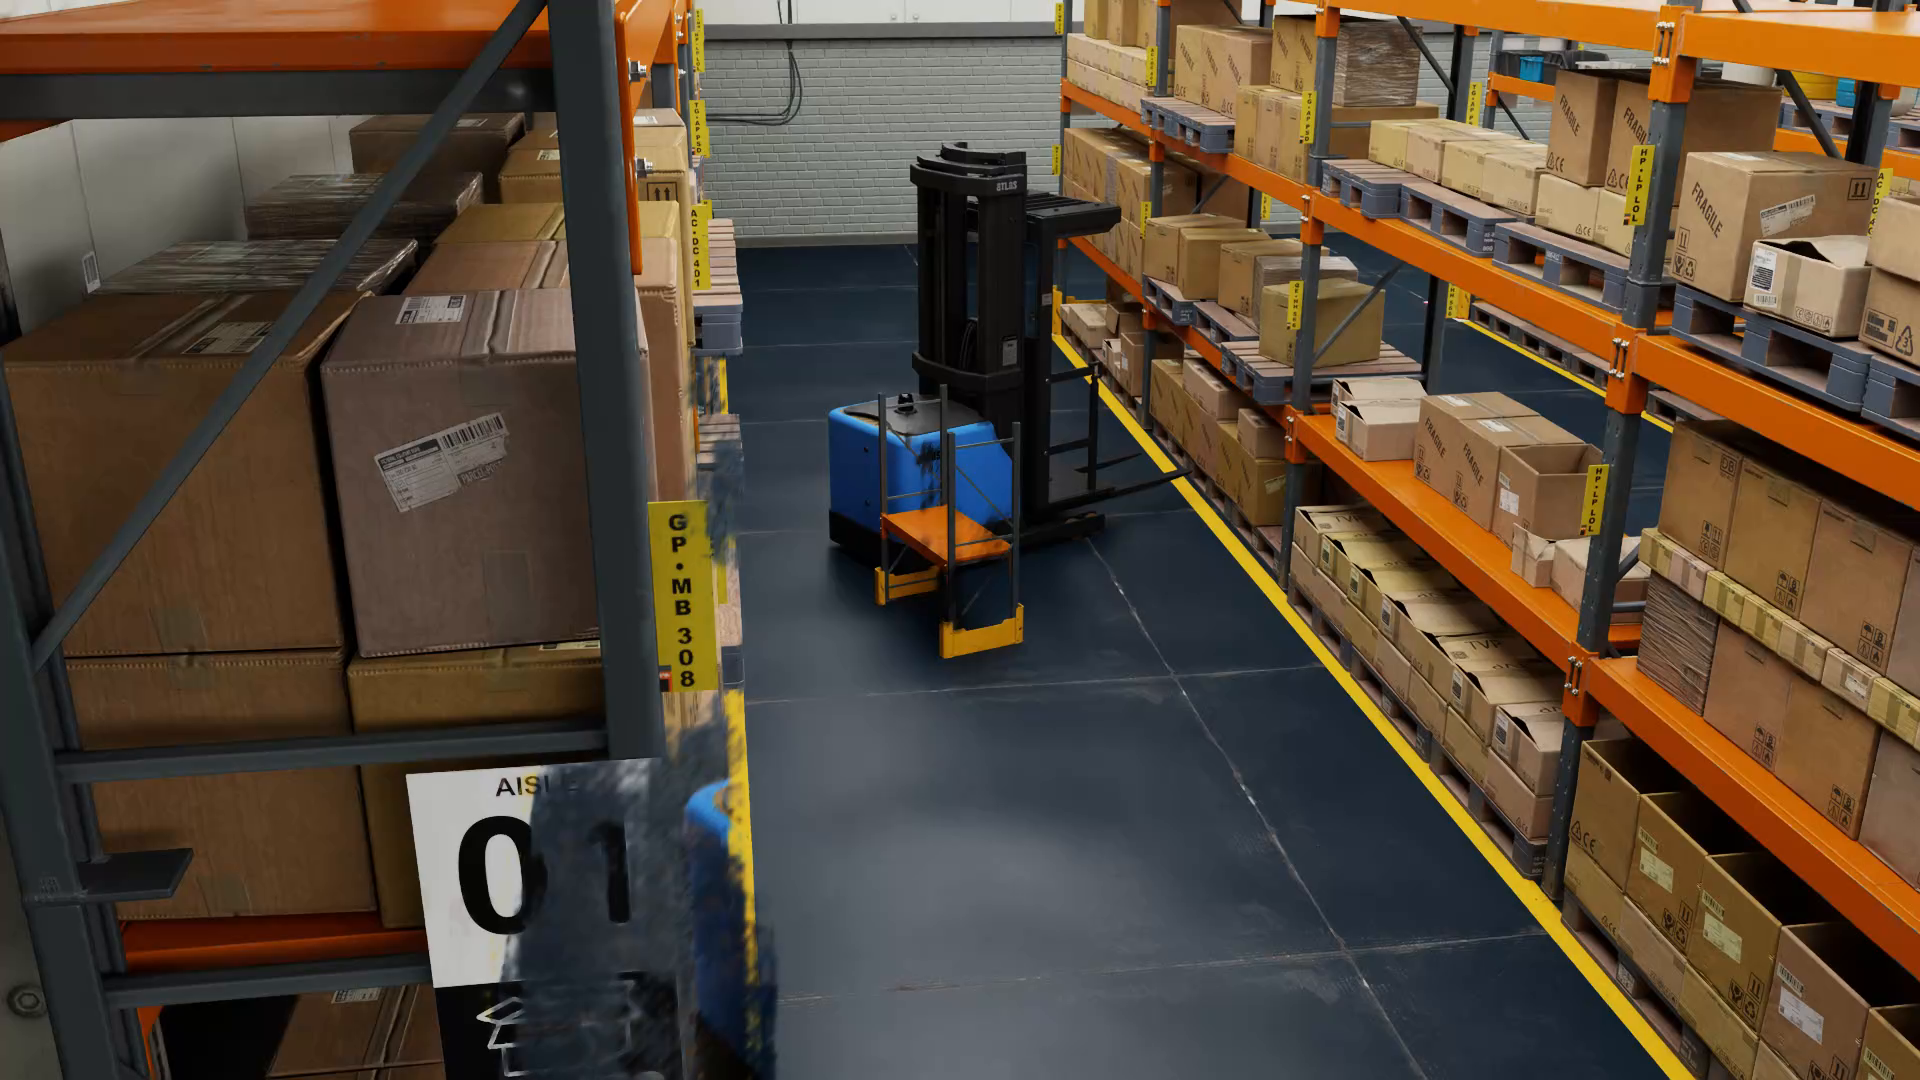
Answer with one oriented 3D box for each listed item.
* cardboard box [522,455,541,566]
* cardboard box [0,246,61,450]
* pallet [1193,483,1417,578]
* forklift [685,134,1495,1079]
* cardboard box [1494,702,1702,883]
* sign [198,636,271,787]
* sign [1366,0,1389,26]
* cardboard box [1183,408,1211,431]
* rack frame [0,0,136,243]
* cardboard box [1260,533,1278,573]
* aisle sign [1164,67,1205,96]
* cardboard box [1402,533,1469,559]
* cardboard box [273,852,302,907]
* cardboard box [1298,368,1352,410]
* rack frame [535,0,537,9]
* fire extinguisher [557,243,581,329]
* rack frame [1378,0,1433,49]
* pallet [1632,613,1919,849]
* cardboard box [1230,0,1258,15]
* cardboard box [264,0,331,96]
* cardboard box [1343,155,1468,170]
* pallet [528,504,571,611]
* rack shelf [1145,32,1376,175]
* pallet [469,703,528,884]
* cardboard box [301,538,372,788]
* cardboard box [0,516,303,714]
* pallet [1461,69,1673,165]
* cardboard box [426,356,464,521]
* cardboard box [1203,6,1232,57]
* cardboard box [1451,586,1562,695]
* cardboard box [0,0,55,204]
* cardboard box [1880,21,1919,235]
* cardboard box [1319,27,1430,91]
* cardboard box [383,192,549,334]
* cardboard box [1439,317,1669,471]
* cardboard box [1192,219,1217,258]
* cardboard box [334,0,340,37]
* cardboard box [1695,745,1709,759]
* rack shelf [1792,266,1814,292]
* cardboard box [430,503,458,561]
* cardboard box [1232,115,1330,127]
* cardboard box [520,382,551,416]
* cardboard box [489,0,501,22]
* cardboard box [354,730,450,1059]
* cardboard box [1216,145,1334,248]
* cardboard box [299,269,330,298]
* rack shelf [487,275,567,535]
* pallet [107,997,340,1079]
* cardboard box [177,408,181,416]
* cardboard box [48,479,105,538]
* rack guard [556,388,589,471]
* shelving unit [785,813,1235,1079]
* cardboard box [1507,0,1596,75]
[{"bbox_3d":[-2.857,-1.862,16.386,0.700,0.500,0.500,-2,21,-6],"label":"cardboard box"},{"bbox_3d":[-1.762,-1.972,9.521,0.500,0.311,0.500,-3,21,-8],"label":"cardboard box"},{"bbox_3d":[1.915,-1.826,17.303,1.003,0.211,1.213,-3,21,-8],"label":"pallet"},{"bbox_3d":[0.498,-1.505,12.556,3.031,2.935,1.130,-15,25,-34],"label":"forklift"},{"bbox_3d":[2.246,-0.794,13.498,0.500,0.500,0.500,-4,21,-10],"label":"cardboard box"},{"bbox_3d":[-1.597,-1.371,10.558,0.100,0.325,0.005,-3,21,-8],"label":"sign"},{"bbox_3d":[1.656,-4.088,14.349,0.100,0.325,0.005,-3,21,-8],"label":"sign"},{"bbox_3d":[1.485,-2.398,18.151,0.500,0.250,0.500,-3,21,-8],"label":"cardboard box"},{"bbox_3d":[-2.133,-3.645,9.615,1.000,3.000,0.127,-3,21,-8],"label":"rack frame"},{"bbox_3d":[1.716,-1.651,16.296,0.380,0.149,0.250,-3,21,-8],"label":"cardboard box"},{"bbox_3d":[1.315,-5.083,18.322,0.394,0.787,0.004,-3,21,-8],"label":"aisle sign"},{"bbox_3d":[2.346,-1.574,15.857,0.500,0.311,0.500,-3,21,-8],"label":"cardboard box"},{"bbox_3d":[-1.979,-0.940,11.276,0.380,0.149,0.250,-3,21,-7],"label":"cardboard box"},{"bbox_3d":[1.866,-2.678,15.456,0.500,0.500,0.500,-3,21,-7],"label":"cardboard box"},{"bbox_3d":[-3.286,-6.415,17.031,1.000,3.000,0.127,-3,21,-8],"label":"rack frame"},{"bbox_3d":[-2.851,-3.469,18.362,0.296,0.674,0.183,-3,21,-8],"label":"fire extinguisher"},{"bbox_3d":[2.192,-5.281,13.995,1.000,3.000,0.127,-3,21,-8],"label":"rack frame"},{"bbox_3d":[2.602,-1.227,11.990,1.213,0.211,1.003,-3,21,-8],"label":"pallet"},{"bbox_3d":[1.644,-4.715,16.265,0.500,0.250,0.500,-3,21,-8],"label":"cardboard box"},{"bbox_3d":[-2.547,-3.378,12.416,0.700,0.500,0.500,-3,21,-9],"label":"cardboard box"},{"bbox_3d":[2.254,-3.520,16.282,0.500,0.500,0.500,-4,21,-9],"label":"cardboard box"},{"bbox_3d":[-2.921,-1.604,16.710,1.003,0.211,1.213,-3,21,-8],"label":"pallet"},{"bbox_3d":[1.904,-4.232,16.500,1.077,0.370,4.000,-3,21,-8],"label":"rack shelf"},{"bbox_3d":[-2.523,-0.650,14.155,1.003,0.211,1.213,-3,21,-8],"label":"pallet"},{"bbox_3d":[-2.016,-1.393,11.563,0.500,0.500,0.500,-2,21,-6],"label":"cardboard box"},{"bbox_3d":[-1.947,-1.562,10.943,0.500,0.250,0.500,-2,21,-6],"label":"cardboard box"},{"bbox_3d":[2.369,-3.200,12.978,1.213,0.211,1.003,-3,21,-8],"label":"pallet"},{"bbox_3d":[-2.310,-2.092,13.434,0.500,0.500,0.500,-3,21,-7],"label":"cardboard box"},{"bbox_3d":[1.571,-4.653,16.815,0.500,0.250,0.500,-3,21,-8],"label":"cardboard box"},{"bbox_3d":[2.165,-1.331,13.866,0.500,0.250,0.500,-3,21,-8],"label":"cardboard box"},{"bbox_3d":[-2.258,-2.655,10.479,0.700,0.500,0.500,-5,21,-12],"label":"cardboard box"},{"bbox_3d":[2.673,-2.688,11.195,0.910,0.500,0.500,-3,21,-8],"label":"cardboard box"},{"bbox_3d":[1.859,-3.961,14.961,0.500,0.250,0.500,-3,21,-8],"label":"cardboard box"},{"bbox_3d":[-3.087,-3.318,16.884,0.980,0.700,0.700,-3,21,-8],"label":"cardboard box"},{"bbox_3d":[2.201,-2.304,13.856,0.700,0.500,0.500,0,20,1],"label":"cardboard box"},{"bbox_3d":[1.568,-3.384,17.345,0.500,0.500,0.500,-3,21,-8],"label":"cardboard box"},{"bbox_3d":[-3.040,-4.024,14.386,0.500,0.250,0.500,-3,21,-7],"label":"cardboard box"},{"bbox_3d":[2.757,-0.829,13.591,0.500,0.500,0.500,-4,21,-10],"label":"cardboard box"},{"bbox_3d":[6.806,-3.075,17.690,1.077,0.370,4.000,-3,21,-8],"label":"rack shelf"},{"bbox_3d":[-2.232,-1.742,13.424,0.380,0.149,0.250,-3,21,-8],"label":"cardboard box"},{"bbox_3d":[1.952,-4.231,18.185,0.500,0.500,0.500,-3,21,-8],"label":"cardboard box"},{"bbox_3d":[-2.850,-2.573,17.364,0.380,0.149,0.250,-2,21,-6],"label":"cardboard box"},{"bbox_3d":[-2.689,-4.405,15.408,0.500,0.250,0.500,-3,21,-9],"label":"cardboard box"},{"bbox_3d":[-2.229,-0.590,12.480,0.750,0.750,0.750,-3,21,-8],"label":"cardboard box"},{"bbox_3d":[1.643,-3.674,16.695,0.500,0.500,0.500,-3,21,-8],"label":"cardboard box"},{"bbox_3d":[-2.901,-2.594,13.707,0.500,0.250,0.500,-2,21,-6],"label":"cardboard box"},{"bbox_3d":[-2.998,-2.575,16.353,1.077,0.370,4.000,-3,21,-8],"label":"rack shelf"},{"bbox_3d":[-1.925,-0.504,10.052,1.213,0.211,1.003,-3,21,-8],"label":"pallet"},{"bbox_3d":[-2.596,-1.883,11.802,0.500,0.250,0.500,-3,21,-9],"label":"cardboard box"},{"bbox_3d":[-2.526,-1.705,11.326,0.500,0.250,0.500,-4,21,-10],"label":"cardboard box"},{"bbox_3d":[-3.289,-2.442,18.540,1.175,0.500,0.348,-3,21,-8],"label":"rack guard"},{"bbox_3d":[-0.087,-0.154,10.984,0.587,1.500,1.083,-10,23,-25],"label":"shelving unit"},{"bbox_3d":[2.311,-3.758,13.318,0.600,0.600,0.600,-3,21,-8],"label":"cardboard box"}]
